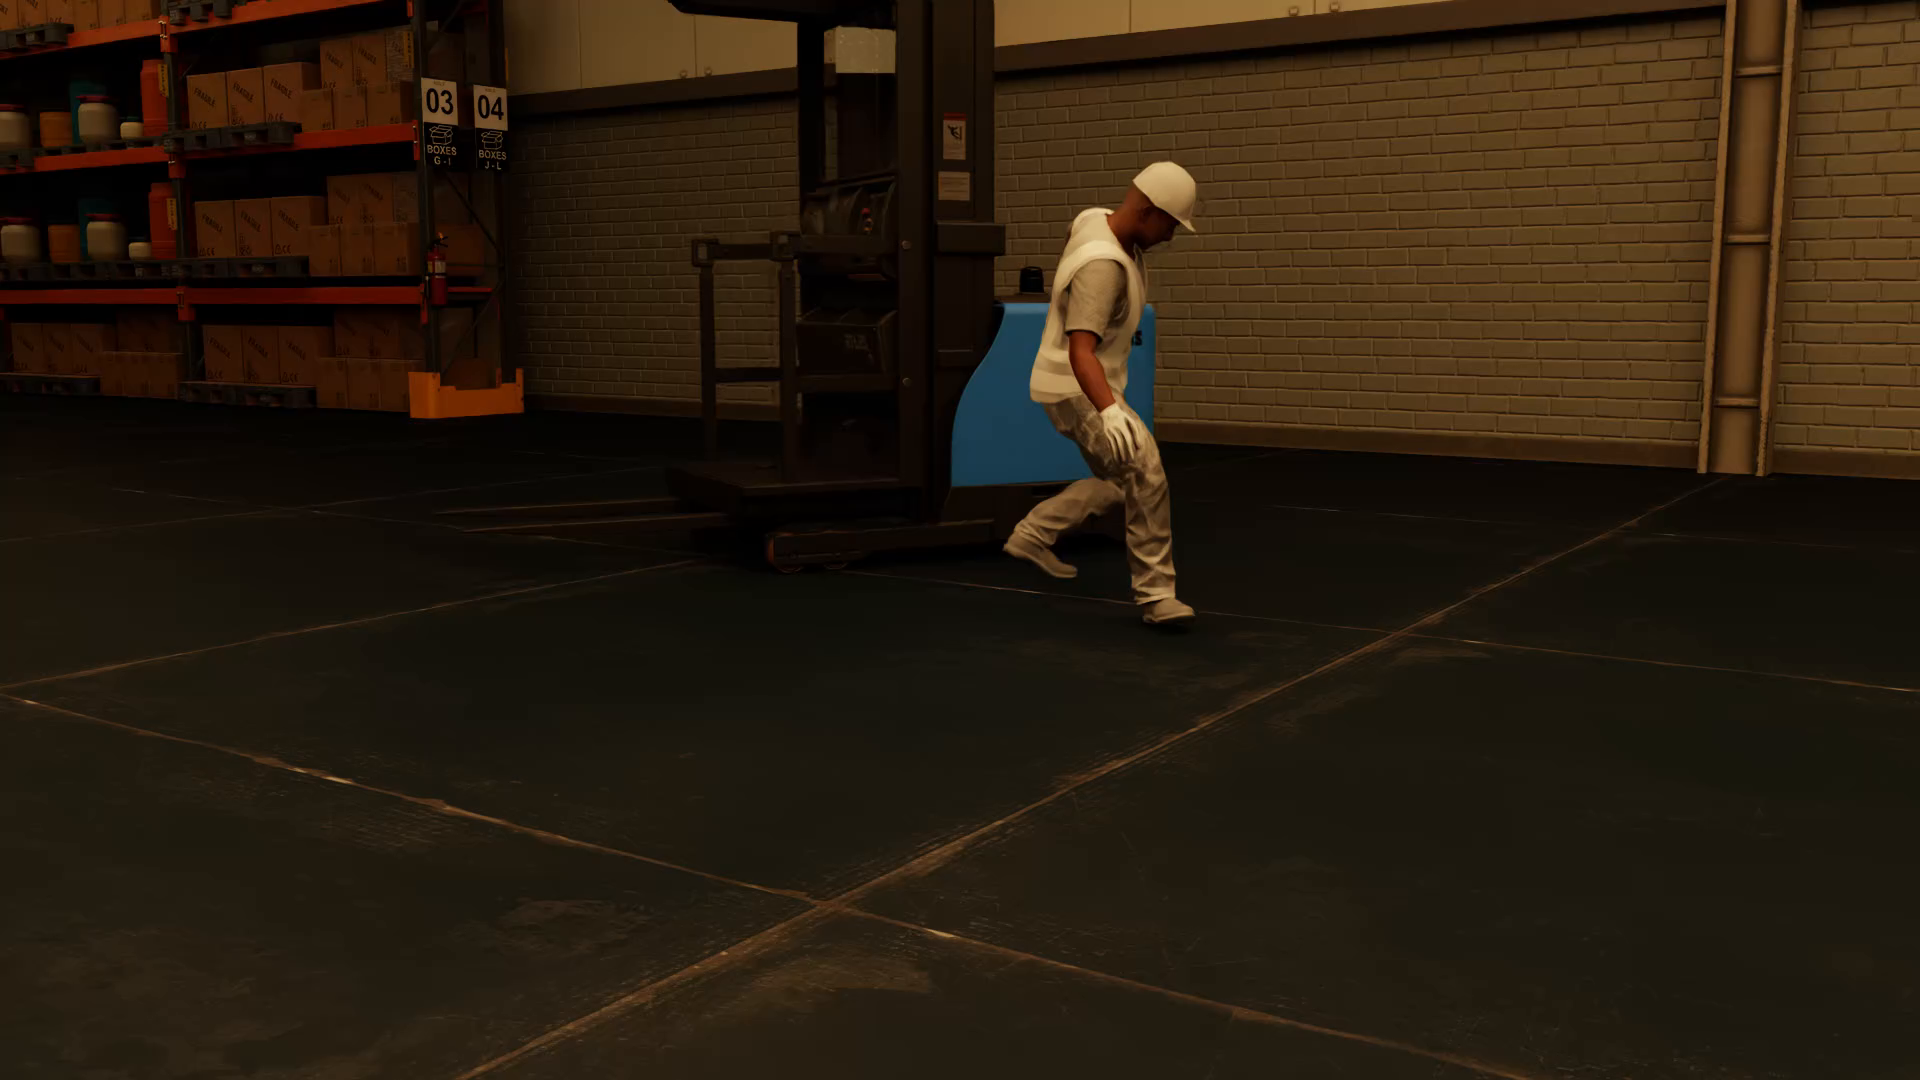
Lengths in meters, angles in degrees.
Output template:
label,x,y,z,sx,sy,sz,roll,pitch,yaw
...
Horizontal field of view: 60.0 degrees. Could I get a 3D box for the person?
label,x,y,z,sx,sy,sz,roll,pitch,yaw
person,0.510,-0.517,5.829,0.714,1.542,1.241,2,8,12

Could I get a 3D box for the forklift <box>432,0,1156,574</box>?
label,x,y,z,sx,sy,sz,roll,pitch,yaw
forklift,-0.669,-1.401,7.042,3.031,2.935,1.130,-4,9,-27
